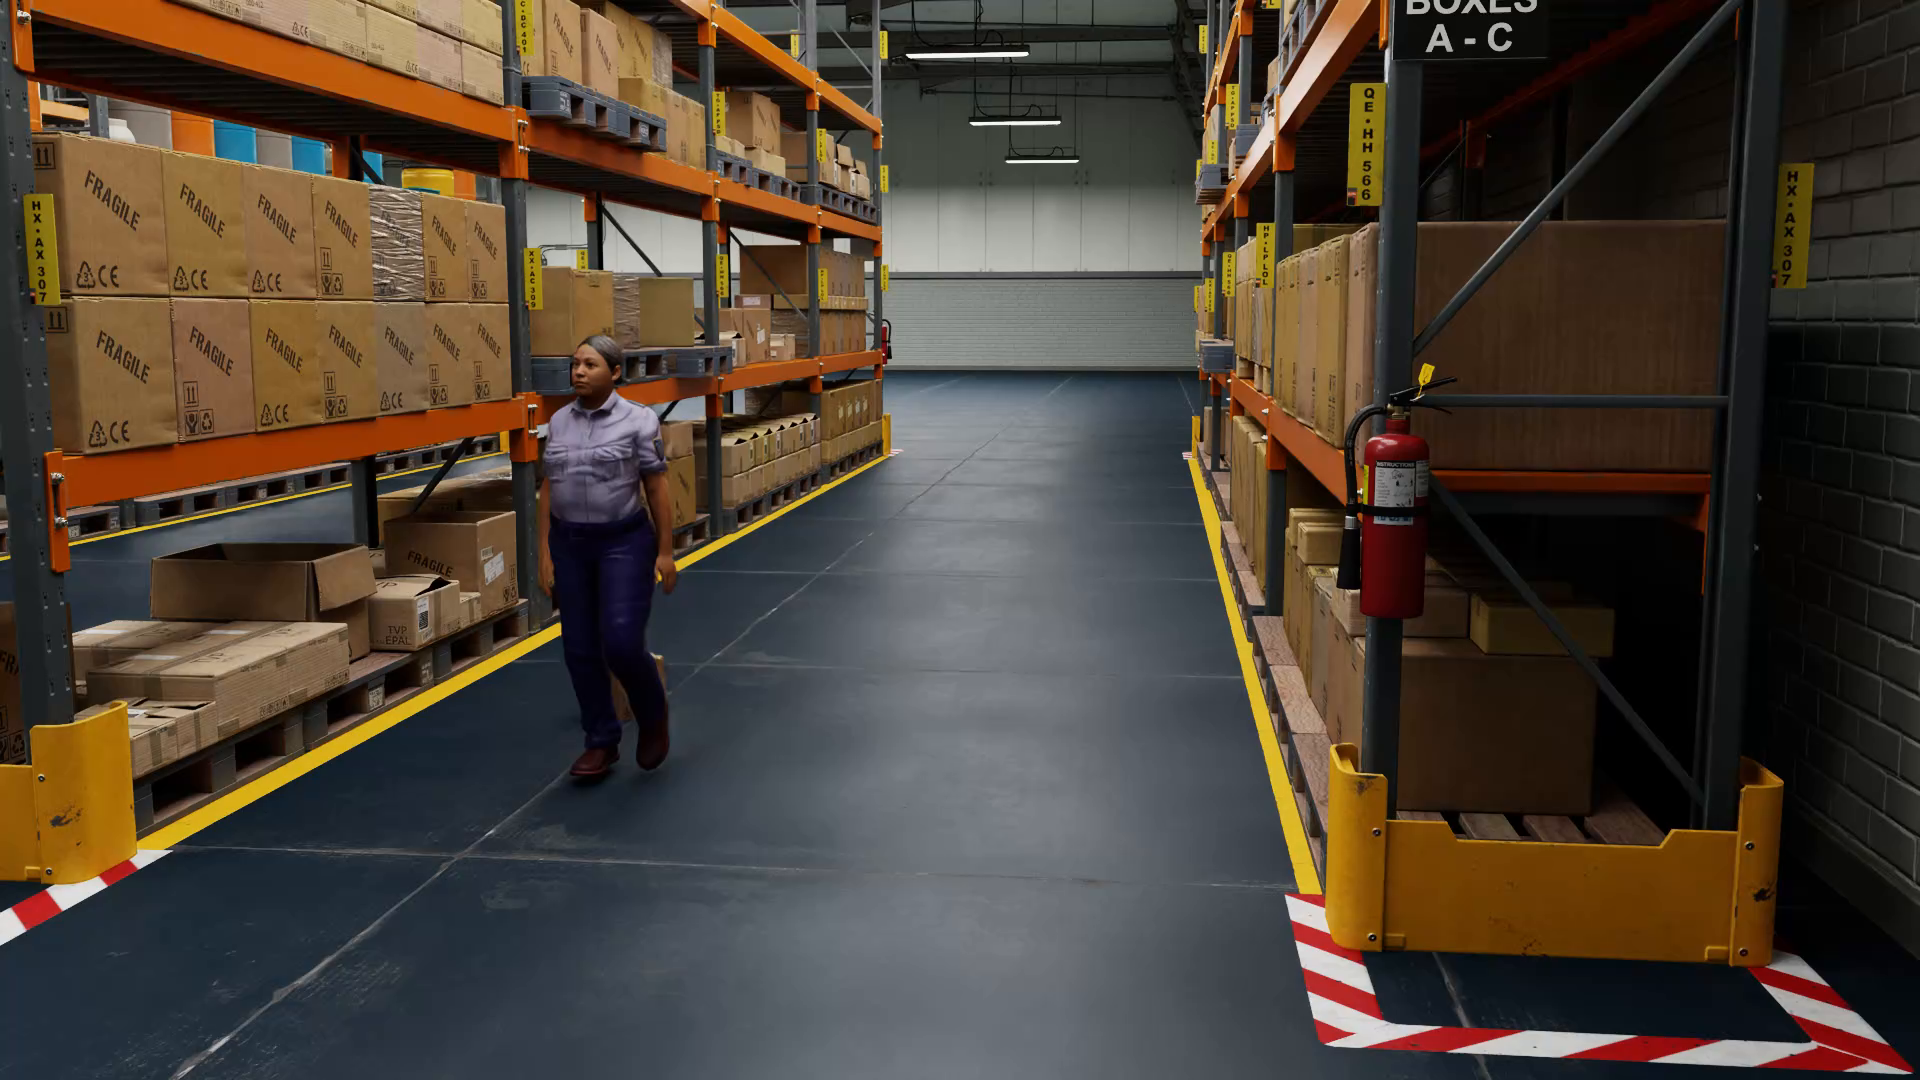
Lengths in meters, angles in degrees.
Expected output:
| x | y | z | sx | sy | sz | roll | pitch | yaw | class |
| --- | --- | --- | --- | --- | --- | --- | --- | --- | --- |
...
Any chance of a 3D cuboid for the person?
| x | y | z | sx | sy | sz | roll | pitch | yaw | class |
| --- | --- | --- | --- | --- | --- | --- | --- | --- | --- |
| -1.330 | 0.066 | 6.180 | 0.510 | 1.648 | 0.458 | 2 | 8 | 16 | person |
